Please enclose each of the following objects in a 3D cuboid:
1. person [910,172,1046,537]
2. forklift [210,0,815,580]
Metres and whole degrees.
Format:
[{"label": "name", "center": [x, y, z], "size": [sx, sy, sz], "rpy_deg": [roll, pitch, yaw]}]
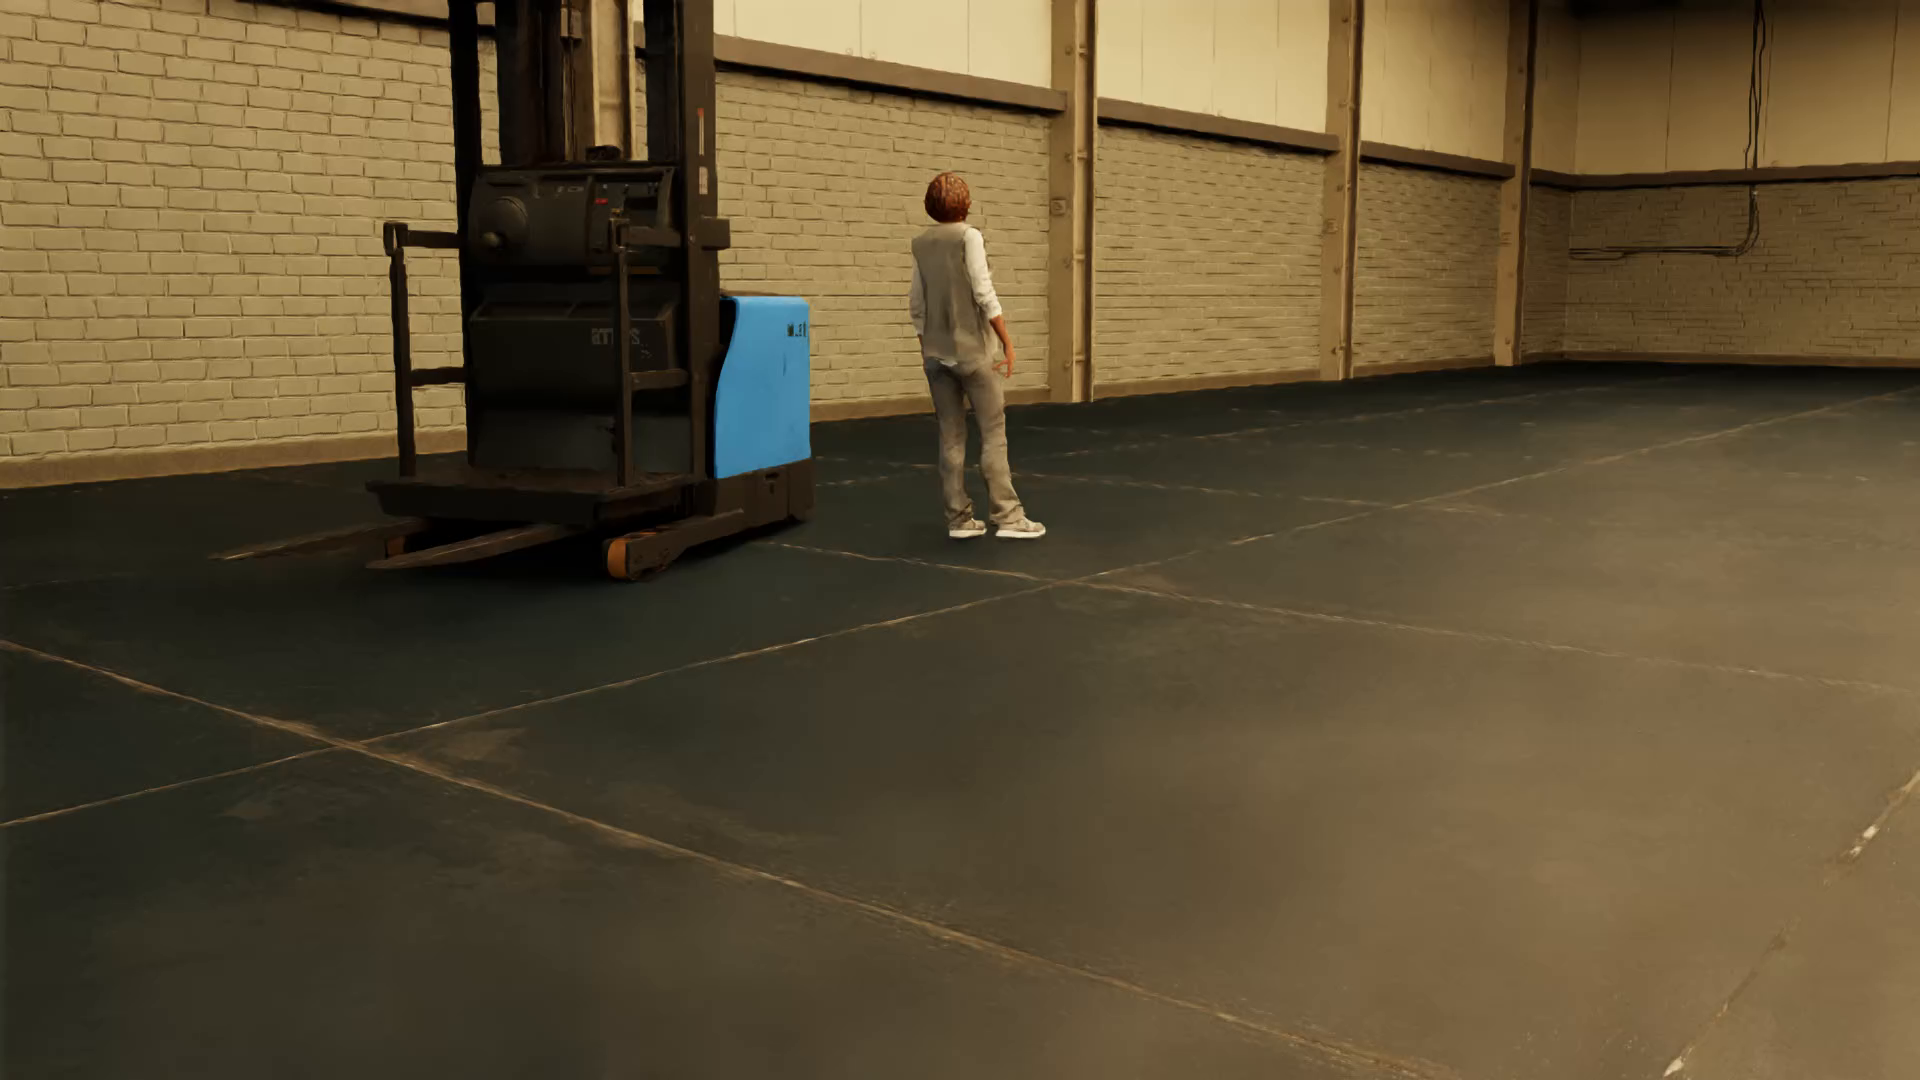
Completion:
[{"label": "person", "center": [0.057, -0.804, 7.337], "size": [0.521, 1.597, 0.474], "rpy_deg": [7, 11, 38]}, {"label": "forklift", "center": [-1.657, -1.361, 6.585], "size": [1.130, 2.935, 3.031], "rpy_deg": [3, 9, 19]}]
